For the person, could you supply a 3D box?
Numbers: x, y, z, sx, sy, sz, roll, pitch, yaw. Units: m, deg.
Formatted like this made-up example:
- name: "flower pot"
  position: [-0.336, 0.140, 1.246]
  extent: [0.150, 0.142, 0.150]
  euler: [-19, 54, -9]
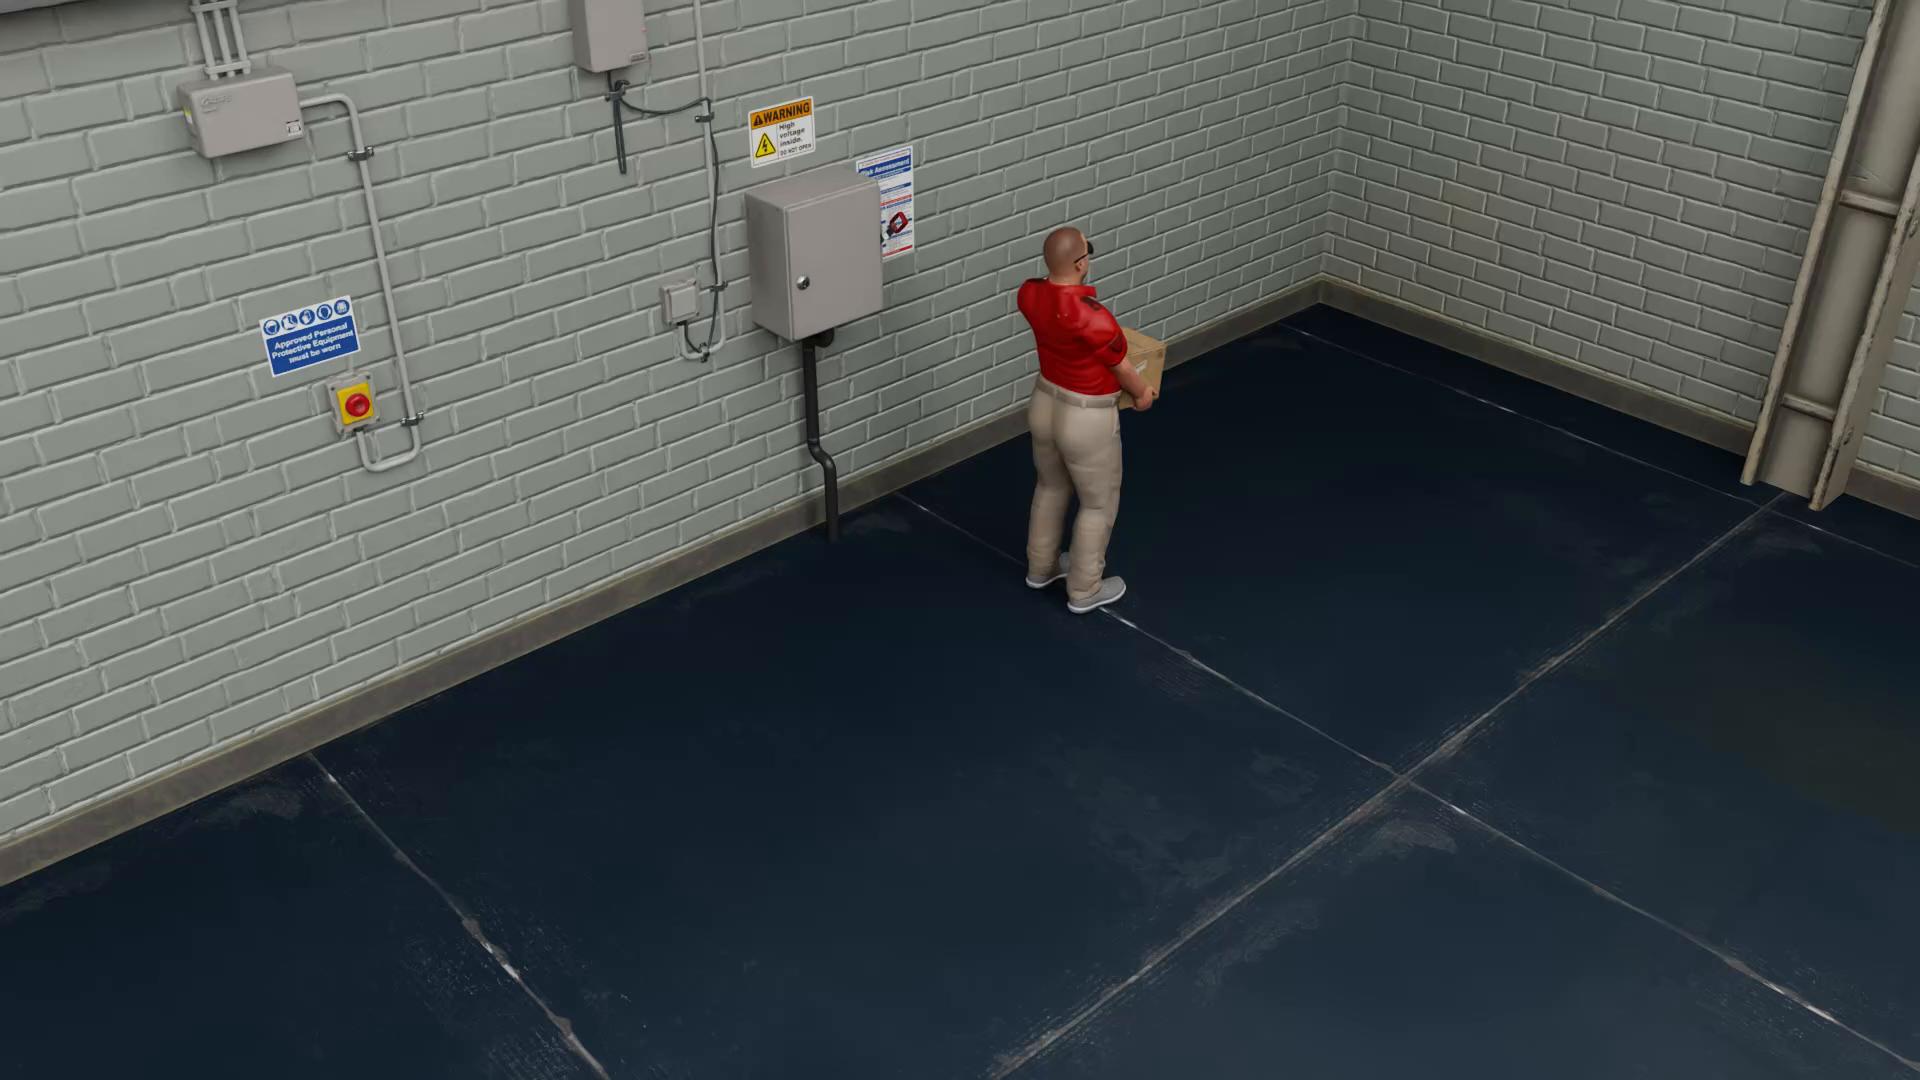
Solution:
- name: "person"
  position: [0.542, -0.542, 7.045]
  extent: [0.531, 1.713, 0.494]
  euler: [-25, 40, -35]
